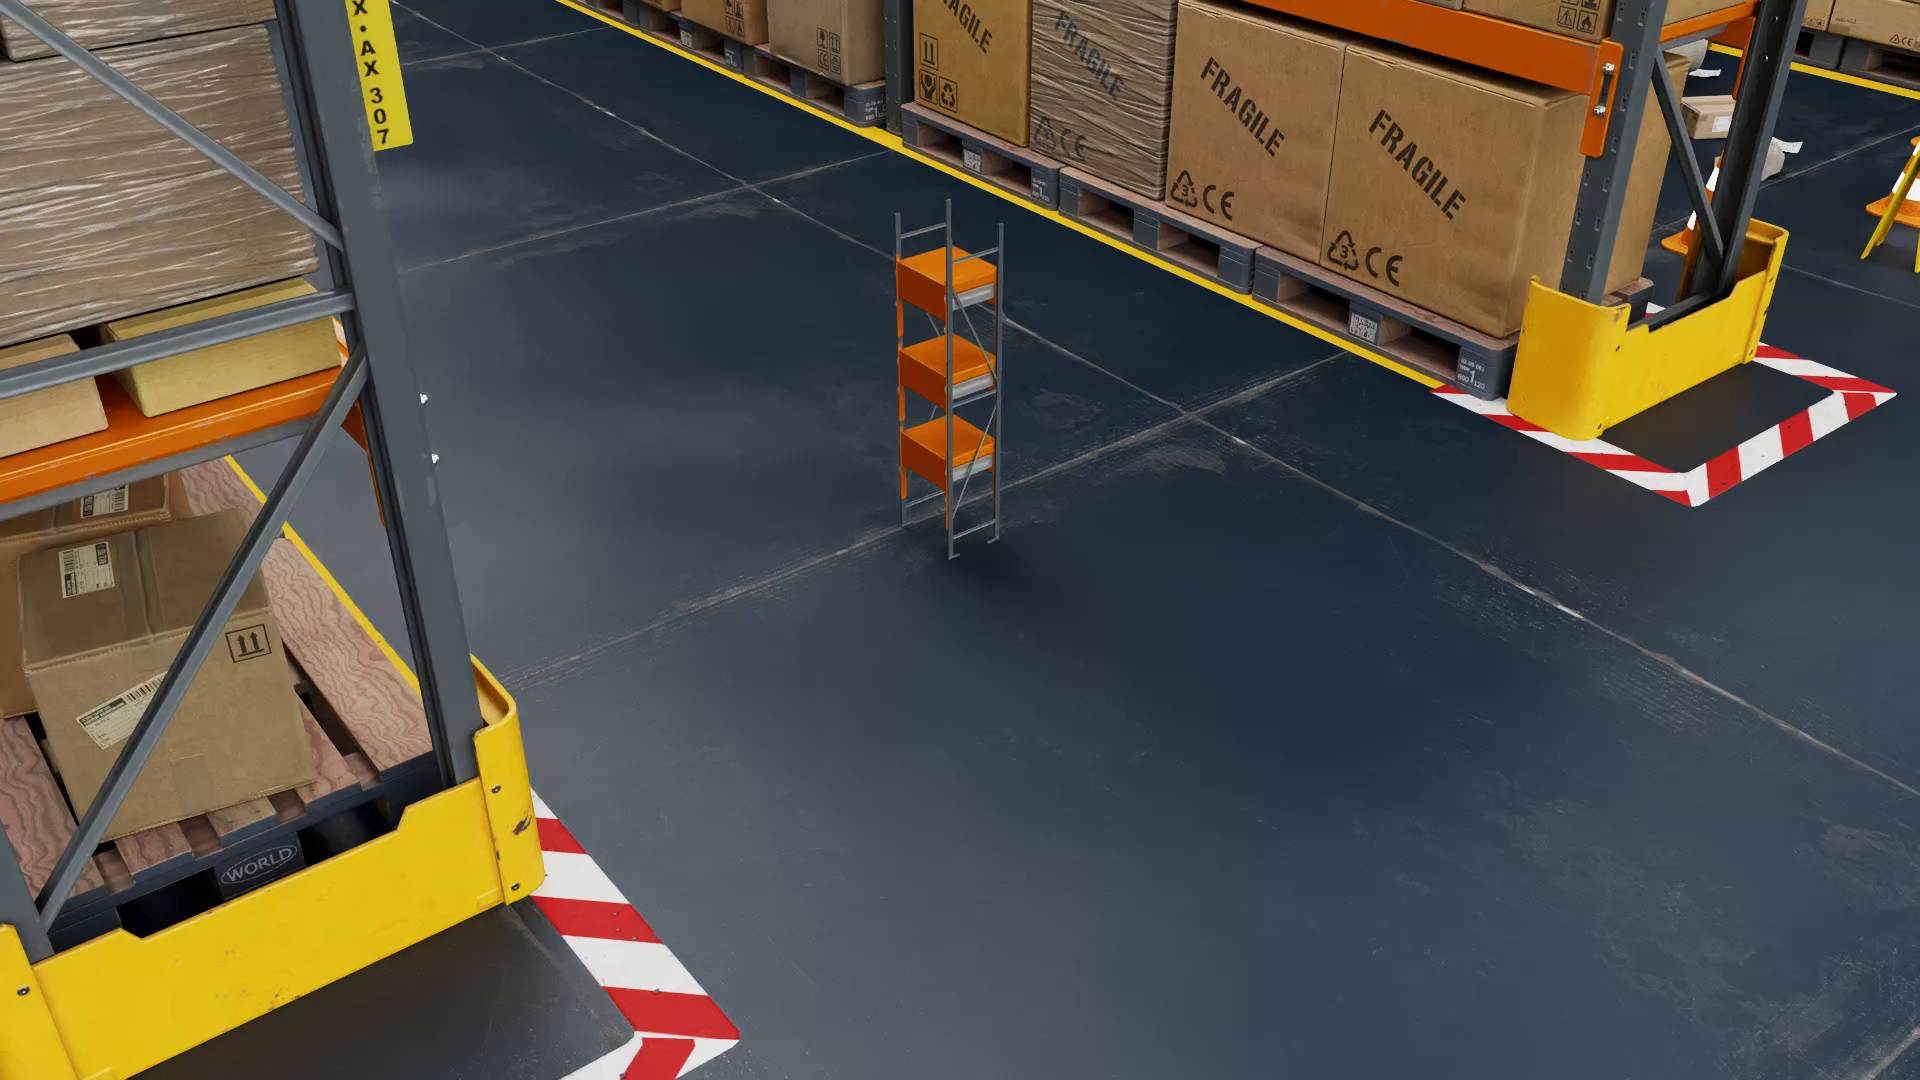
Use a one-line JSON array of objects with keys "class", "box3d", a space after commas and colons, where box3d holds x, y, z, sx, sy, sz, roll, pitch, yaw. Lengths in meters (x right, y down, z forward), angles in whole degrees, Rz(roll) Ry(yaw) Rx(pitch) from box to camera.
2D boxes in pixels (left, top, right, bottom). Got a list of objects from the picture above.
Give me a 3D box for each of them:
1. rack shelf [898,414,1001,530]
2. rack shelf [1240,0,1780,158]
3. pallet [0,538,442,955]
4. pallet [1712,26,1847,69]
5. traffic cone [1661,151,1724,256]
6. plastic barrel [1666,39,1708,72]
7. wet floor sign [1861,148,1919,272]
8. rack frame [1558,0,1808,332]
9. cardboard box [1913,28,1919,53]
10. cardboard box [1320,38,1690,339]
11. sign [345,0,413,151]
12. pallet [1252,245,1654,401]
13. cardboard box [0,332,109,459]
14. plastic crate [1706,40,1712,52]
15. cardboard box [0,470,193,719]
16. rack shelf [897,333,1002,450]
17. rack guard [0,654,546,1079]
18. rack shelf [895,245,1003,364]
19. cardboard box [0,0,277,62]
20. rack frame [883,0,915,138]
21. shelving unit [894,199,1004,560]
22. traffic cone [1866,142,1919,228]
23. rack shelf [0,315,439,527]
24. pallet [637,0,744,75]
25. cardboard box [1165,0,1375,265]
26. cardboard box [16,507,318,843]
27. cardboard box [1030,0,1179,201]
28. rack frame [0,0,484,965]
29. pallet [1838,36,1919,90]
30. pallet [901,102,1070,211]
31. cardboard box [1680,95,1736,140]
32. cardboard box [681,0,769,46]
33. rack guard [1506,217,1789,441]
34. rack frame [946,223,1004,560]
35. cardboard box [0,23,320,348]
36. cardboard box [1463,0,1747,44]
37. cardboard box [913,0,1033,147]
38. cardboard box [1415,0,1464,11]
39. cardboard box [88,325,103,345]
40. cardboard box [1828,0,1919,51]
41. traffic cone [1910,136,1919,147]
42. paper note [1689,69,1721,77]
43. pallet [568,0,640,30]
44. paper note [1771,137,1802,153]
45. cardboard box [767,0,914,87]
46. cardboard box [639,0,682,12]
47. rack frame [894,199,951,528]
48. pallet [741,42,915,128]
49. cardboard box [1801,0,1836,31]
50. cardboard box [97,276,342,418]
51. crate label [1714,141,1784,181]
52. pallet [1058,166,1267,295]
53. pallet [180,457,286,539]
[{"class": "rack shelf", "box3d": [-0.033, -0.223, 5.161, 0.215, 0.259, 0.240, -22, 38, -31]}, {"class": "rack shelf", "box3d": [1.273, -2.405, 6.960, 1.077, 0.370, 4.000, -22, 38, -31]}, {"class": "pallet", "box3d": [-1.998, 0.489, 4.263, 1.003, 0.211, 1.213, -22, 38, -31]}, {"class": "pallet", "box3d": [5.086, -3.225, 10.243, 1.003, 0.211, 1.213, -22, 38, -31]}, {"class": "traffic cone", "box3d": [3.295, -1.480, 7.194, 0.336, 0.463, 0.334, -22, 38, -31]}, {"class": "plastic barrel", "box3d": [3.885, -2.797, 9.352, 0.512, 0.421, 0.421, 1, 32, 2]}, {"class": "wet floor sign", "box3d": [4.081, -1.505, 7.062, 0.232, 0.644, 0.267, 26, 40, 35]}, {"class": "rack frame", "box3d": [2.499, -1.877, 5.428, 1.000, 3.000, 0.127, -22, 38, -31]}, {"class": "cardboard box", "box3d": [5.624, -2.790, 9.108, 0.500, 0.250, 0.500, -22, 38, -32]}, {"class": "cardboard box", "box3d": [2.031, -1.414, 6.299, 0.875, 0.875, 0.875, -22, 38, -31]}, {"class": "sign", "box3d": [-1.052, -0.857, 2.967, 0.100, 0.325, 0.005, -22, 38, -31]}, {"class": "pallet", "box3d": [1.947, -1.000, 6.660, 1.003, 0.211, 1.213, -22, 38, -31]}, {"class": "cardboard box", "box3d": [-1.819, -0.259, 3.062, 0.380, 0.149, 0.250, -22, 38, -31]}, {"class": "plastic crate", "box3d": [4.209, -3.027, 10.049, 0.583, 0.080, 0.402, 18, 36, 27]}, {"class": "cardboard box", "box3d": [-2.244, 0.066, 4.272, 0.500, 0.500, 0.500, -12, 34, -19]}, {"class": "rack shelf", "box3d": [-0.033, -0.459, 5.014, 0.215, 0.259, 0.240, -22, 38, -31]}, {"class": "rack guard", "box3d": [-1.528, 0.716, 3.623, 1.175, 0.500, 0.348, -22, 38, -31]}, {"class": "rack shelf", "box3d": [-0.033, -0.700, 4.865, 0.215, 0.259, 0.240, -22, 38, -31]}, {"class": "cardboard box", "box3d": [-1.603, -1.225, 3.055, 0.500, 0.500, 0.500, -22, 38, -31]}, {"class": "rack frame", "box3d": [0.046, -3.544, 8.113, 1.000, 3.000, 0.127, -22, 38, -31]}, {"class": "shelving unit", "box3d": [-0.033, -0.468, 5.009, 0.215, 1.050, 0.252, -22, 38, -31]}, {"class": "traffic cone", "box3d": [4.396, -1.704, 7.554, 0.336, 0.463, 0.334, -22, 38, -31]}, {"class": "rack shelf", "box3d": [-2.707, -0.842, 4.444, 1.077, 0.370, 4.000, -22, 38, -31]}, {"class": "pallet", "box3d": [-1.239, -3.165, 10.146, 1.003, 0.211, 1.213, -22, 38, -31]}, {"class": "cardboard box", "box3d": [1.490, -1.780, 6.888, 0.875, 0.875, 0.875, -23, 39, -32]}, {"class": "cardboard box", "box3d": [-1.851, 0.304, 3.889, 0.500, 0.500, 0.500, -15, 35, -23]}, {"class": "cardboard box", "box3d": [0.932, -2.160, 7.501, 0.875, 0.875, 0.875, -22, 38, -31]}, {"class": "rack frame", "box3d": [-1.481, -0.314, 2.912, 1.000, 3.000, 0.127, -22, 38, -31]}, {"class": "pallet", "box3d": [5.830, -2.717, 9.425, 1.003, 0.211, 1.213, -22, 38, -31]}, {"class": "pallet", "box3d": [0.451, -2.017, 8.297, 1.003, 0.211, 1.213, -22, 38, -31]}, {"class": "cardboard box", "box3d": [3.948, -2.202, 8.654, 0.380, 0.149, 0.250, -4, 32, -7]}, {"class": "cardboard box", "box3d": [-0.994, -3.399, 9.614, 1.050, 0.750, 0.750, -22, 38, -31]}, {"class": "rack guard", "box3d": [2.514, -0.805, 6.072, 1.175, 0.500, 0.348, -22, 38, -31]}, {"class": "rack frame", "box3d": [0.042, -0.417, 4.927, 0.200, 1.050, 0.008, -22, 38, -31]}, {"class": "cardboard box", "box3d": [-1.797, -0.721, 3.191, 0.875, 0.500, 0.500, -22, 38, -31]}, {"class": "cardboard box", "box3d": [2.236, -2.080, 5.614, 0.875, 0.550, 0.550, -22, 38, -31]}, {"class": "cardboard box", "box3d": [0.377, -2.535, 8.104, 0.875, 0.875, 0.875, -22, 38, -31]}, {"class": "cardboard box", "box3d": [1.881, -2.302, 5.972, 0.875, 0.550, 0.550, -22, 38, -31]}, {"class": "cardboard box", "box3d": [-1.606, -0.514, 3.472, 0.380, 0.149, 0.250, -22, 38, -31]}, {"class": "cardboard box", "box3d": [5.328, -2.999, 9.443, 0.500, 0.250, 0.500, -22, 38, -31]}, {"class": "traffic cone", "box3d": [5.064, -2.204, 8.361, 0.336, 0.463, 0.334, -22, 38, -31]}, {"class": "paper note", "box3d": [4.279, -2.688, 9.549, 0.148, 0.019, 0.142, 18, 36, 27]}, {"class": "pallet", "box3d": [-1.983, -3.673, 10.964, 1.003, 0.211, 1.213, -22, 38, -31]}, {"class": "paper note", "box3d": [4.195, -2.009, 8.456, 0.142, 0.019, 0.148, 18, 36, 27]}, {"class": "cardboard box", "box3d": [-0.406, -2.996, 8.965, 1.050, 0.750, 0.750, -22, 38, -32]}, {"class": "cardboard box", "box3d": [-1.566, -3.787, 10.239, 1.050, 0.750, 0.750, -22, 38, -31]}, {"class": "rack frame", "box3d": [-0.108, -0.519, 5.091, 0.200, 1.050, 0.008, -22, 38, -31]}, {"class": "pallet", "box3d": [-0.487, -2.656, 9.327, 1.003, 0.211, 1.213, -22, 38, -31]}, {"class": "cardboard box", "box3d": [5.002, -3.215, 9.792, 0.500, 0.250, 0.500, -24, 39, -33]}, {"class": "cardboard box", "box3d": [-1.467, -0.403, 3.294, 0.380, 0.149, 0.250, -22, 38, -31]}, {"class": "crate label", "box3d": [3.865, -1.873, 8.135, 0.298, 0.136, 0.250, 12, 34, 19]}, {"class": "pallet", "box3d": [1.203, -1.508, 7.478, 1.003, 0.211, 1.213, -22, 38, -31]}, {"class": "pallet", "box3d": [-2.742, -0.019, 5.081, 1.003, 0.211, 1.213, -22, 38, -31]}]
